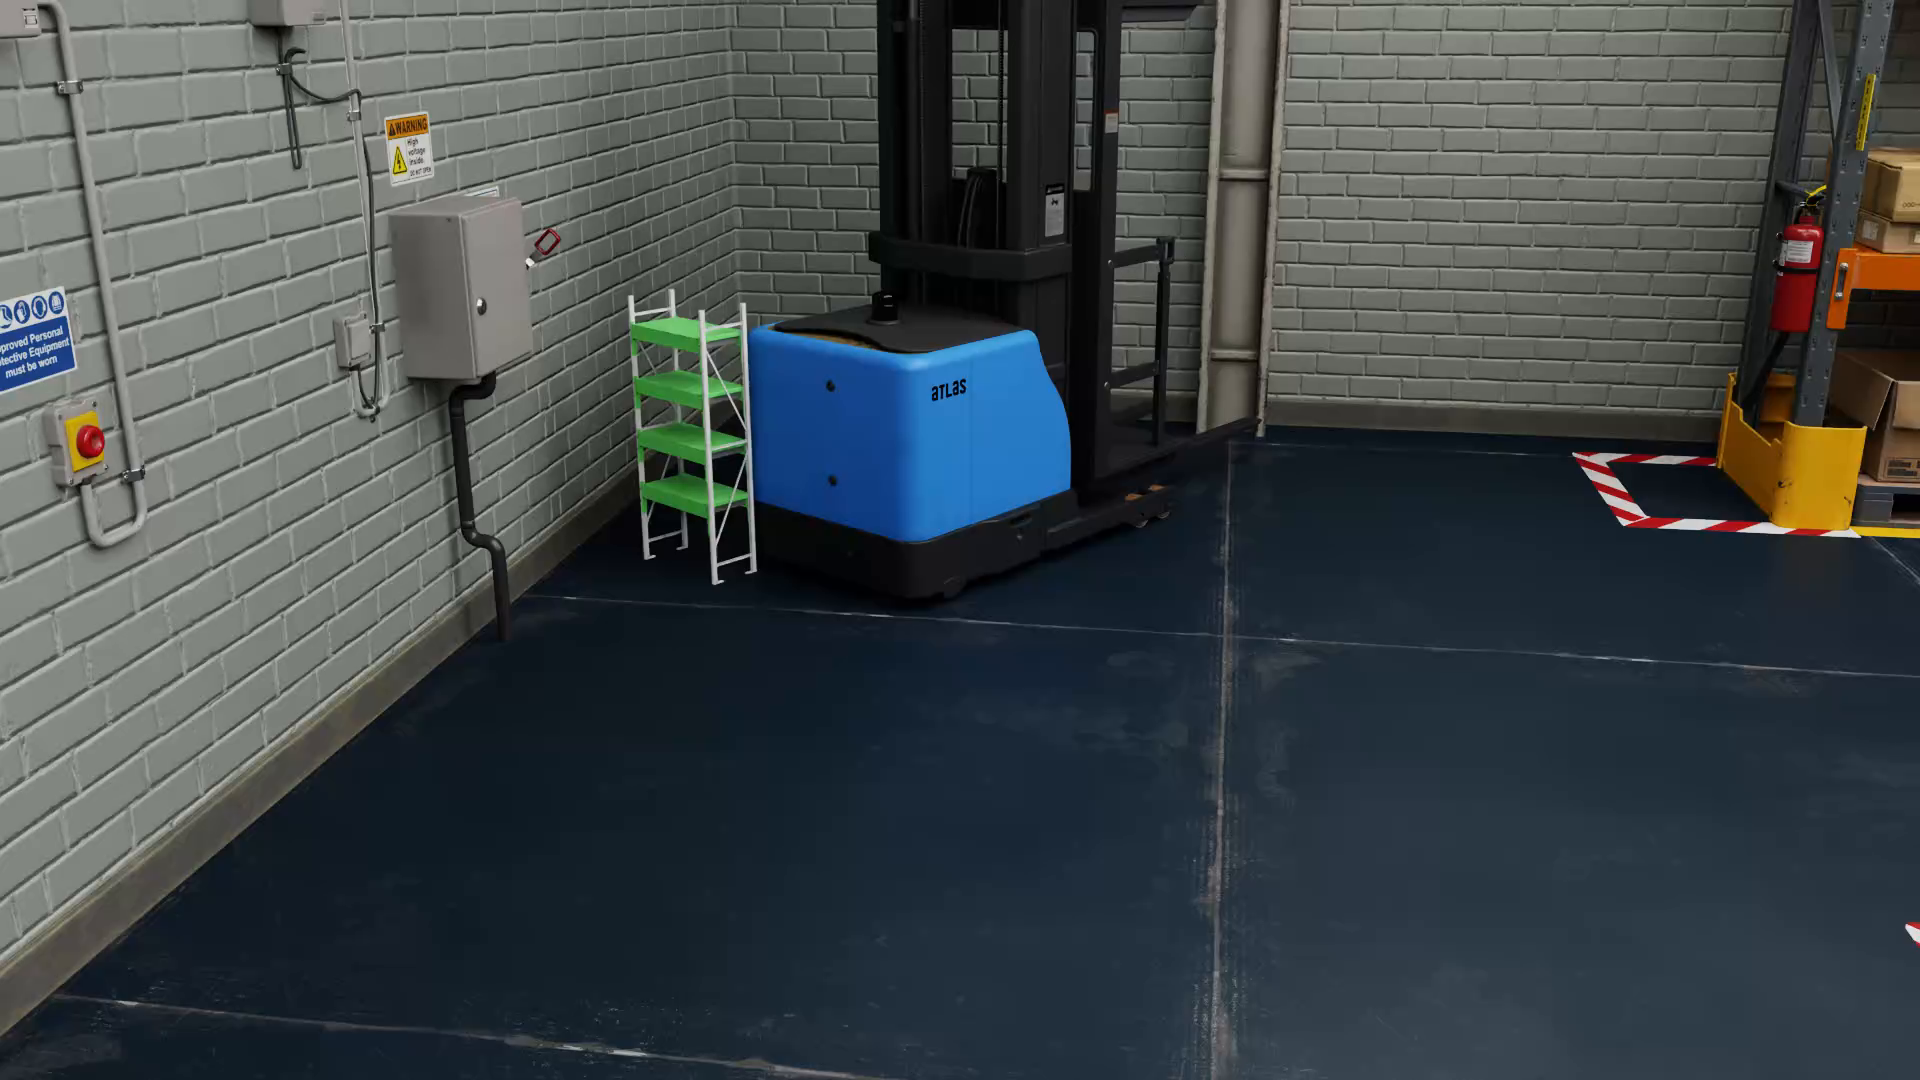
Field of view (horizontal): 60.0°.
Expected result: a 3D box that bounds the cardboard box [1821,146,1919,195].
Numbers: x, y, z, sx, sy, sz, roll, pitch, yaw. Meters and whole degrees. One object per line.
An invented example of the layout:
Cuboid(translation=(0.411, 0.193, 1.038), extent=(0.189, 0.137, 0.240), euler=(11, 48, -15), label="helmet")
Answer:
Cuboid(translation=(4.601, -1.788, 8.188), extent=(0.500, 0.250, 0.500), euler=(3, 19, 10), label="cardboard box")

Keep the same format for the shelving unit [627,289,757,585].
Cuboid(translation=(-1.168, -0.456, 7.274), extent=(0.503, 1.200, 0.258), euler=(17, 25, 41), label="shelving unit")

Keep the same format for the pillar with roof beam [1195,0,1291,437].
Cuboid(translation=(0.903, -3.573, 4.299), extent=(0.400, 9.000, 9.100), euler=(3, 19, 9), label="pillar with roof beam")

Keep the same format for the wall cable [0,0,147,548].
Cuboid(translation=(-2.250, -0.876, 4.044), extent=(0.123, 1.953, 0.585), euler=(3, 19, 9), label="wall cable")

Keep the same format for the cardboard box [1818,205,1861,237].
Cuboid(translation=(4.475, -1.607, 8.273), extent=(0.250, 0.149, 0.380), euler=(3, 19, 8), label="cardboard box")

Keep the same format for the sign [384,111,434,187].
Cuboid(translation=(-1.986, -1.415, 6.004), extent=(0.001, 0.242, 0.339), euler=(3, 19, 9), label="sign")

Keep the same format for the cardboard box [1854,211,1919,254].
Cuboid(translation=(4.386, -1.437, 7.766), extent=(0.250, 0.149, 0.380), euler=(3, 19, 8), label="cardboard box")

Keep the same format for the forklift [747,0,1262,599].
Cuboid(translation=(0.406, -1.540, 7.786), extent=(1.130, 2.935, 3.031), euler=(15, 24, 38), label="forklift")

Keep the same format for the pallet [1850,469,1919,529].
Cuboid(translation=(4.967, -0.292, 8.344), extent=(1.213, 0.211, 1.003), euler=(3, 19, 9), label="pallet")

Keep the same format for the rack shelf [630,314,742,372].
Cuboid(translation=(-1.168, -0.850, 7.142), extent=(0.480, 0.148, 0.258), euler=(17, 25, 41), label="rack shelf")

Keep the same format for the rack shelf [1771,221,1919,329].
Cuboid(translation=(6.080, -1.217, 7.845), extent=(4.000, 0.370, 1.077), euler=(3, 19, 9), label="rack shelf")

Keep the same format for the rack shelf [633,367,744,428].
Cuboid(translation=(-1.168, -0.623, 7.218), extent=(0.480, 0.148, 0.258), euler=(17, 25, 41), label="rack shelf")

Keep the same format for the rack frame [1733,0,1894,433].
Cuboid(translation=(4.105, -1.658, 8.032), extent=(0.127, 3.000, 1.000), euler=(3, 19, 9), label="rack frame")

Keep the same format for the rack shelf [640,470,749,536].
Cuboid(translation=(-1.168, -0.167, 7.370), extent=(0.480, 0.148, 0.258), euler=(17, 25, 41), label="rack shelf")

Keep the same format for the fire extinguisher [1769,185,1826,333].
Cuboid(translation=(3.886, -1.307, 7.693), extent=(0.183, 0.674, 0.296), euler=(3, 19, 9), label="fire extinguisher")

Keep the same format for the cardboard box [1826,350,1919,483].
Cuboid(translation=(4.694, -0.613, 8.181), extent=(0.637, 0.503, 0.797), euler=(2, 19, 6), label="cardboard box")

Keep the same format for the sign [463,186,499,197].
Cuboid(translation=(-1.899, -1.150, 6.664), extent=(0.001, 0.494, 0.329), euler=(3, 19, 9), label="sign")

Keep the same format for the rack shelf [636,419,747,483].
Cuboid(translation=(-1.168, -0.395, 7.294), extent=(0.480, 0.148, 0.258), euler=(17, 25, 41), label="rack shelf")

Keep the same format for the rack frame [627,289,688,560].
Cuboid(translation=(-1.346, -0.509, 7.432), extent=(0.015, 1.200, 0.240), euler=(17, 25, 41), label="rack frame")

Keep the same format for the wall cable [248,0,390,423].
Cuboid(translation=(-2.036, -1.306, 5.379), extent=(0.122, 1.984, 0.588), euler=(3, 19, 9), label="wall cable")

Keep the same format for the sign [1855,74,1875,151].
Cuboid(translation=(4.019, -1.899, 7.387), extent=(0.005, 0.325, 0.100), euler=(3, 19, 9), label="sign")

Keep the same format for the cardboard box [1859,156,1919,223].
Cuboid(translation=(4.510, -1.621, 7.688), extent=(0.500, 0.250, 0.500), euler=(3, 19, 9), label="cardboard box")

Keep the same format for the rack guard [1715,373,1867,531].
Cuboid(translation=(4.180, -0.469, 8.417), extent=(0.348, 0.500, 1.175), euler=(3, 19, 9), label="rack guard")

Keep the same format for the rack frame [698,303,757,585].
Cuboid(translation=(-0.990, -0.402, 7.115), extent=(0.015, 1.200, 0.240), euler=(17, 25, 41), label="rack frame")

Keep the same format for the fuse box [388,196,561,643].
Cuboid(translation=(-1.772, -0.419, 6.360), extent=(0.414, 1.711, 0.539), euler=(3, 19, 9), label="fuse box")

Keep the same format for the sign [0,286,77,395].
Cuboid(translation=(-2.318, -0.496, 4.131), extent=(0.001, 0.218, 0.327), euler=(3, 19, 9), label="sign")
